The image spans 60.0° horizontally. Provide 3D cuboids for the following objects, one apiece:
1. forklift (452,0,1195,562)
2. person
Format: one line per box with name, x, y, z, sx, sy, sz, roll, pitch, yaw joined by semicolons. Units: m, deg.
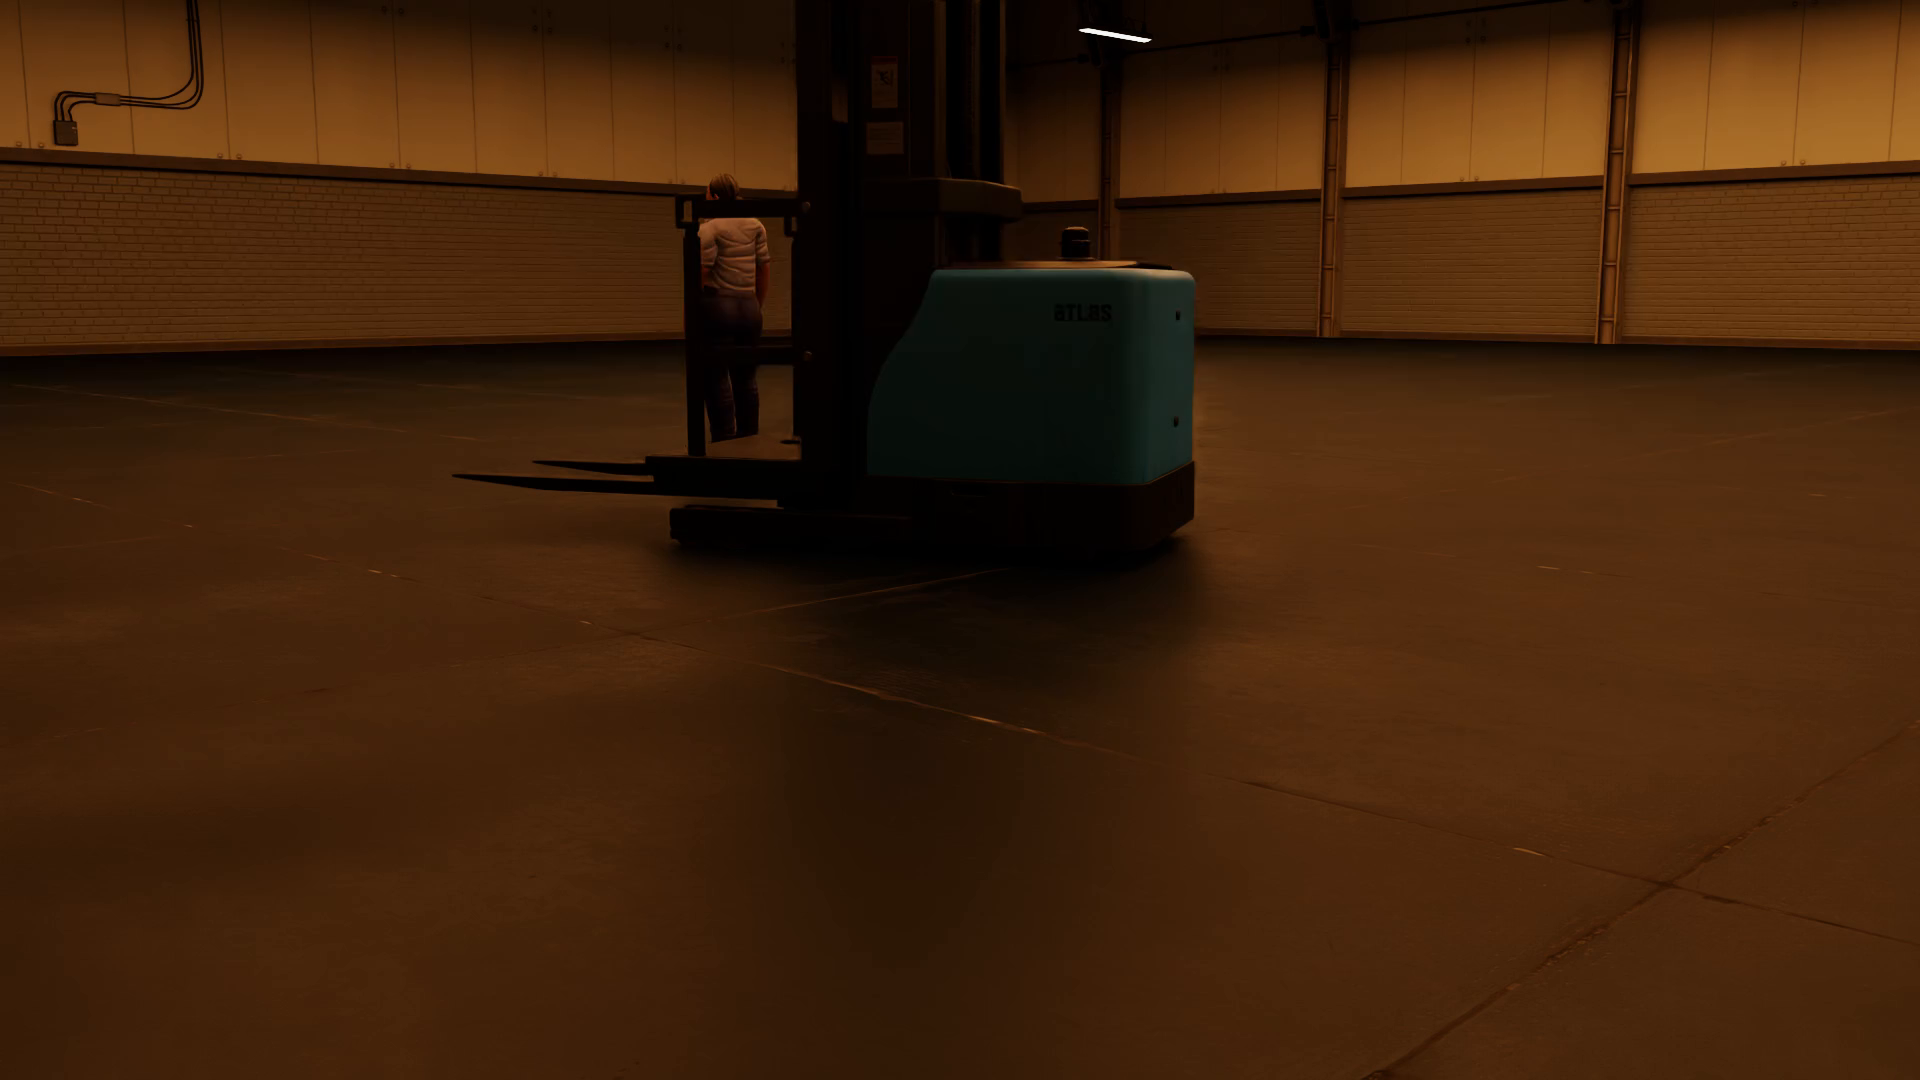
forklift;-0.616;-1.478;6.691;3.031;2.935;1.130;3;9;19
person;-1.403;-1.289;9.699;0.502;1.650;0.596;8;12;44
